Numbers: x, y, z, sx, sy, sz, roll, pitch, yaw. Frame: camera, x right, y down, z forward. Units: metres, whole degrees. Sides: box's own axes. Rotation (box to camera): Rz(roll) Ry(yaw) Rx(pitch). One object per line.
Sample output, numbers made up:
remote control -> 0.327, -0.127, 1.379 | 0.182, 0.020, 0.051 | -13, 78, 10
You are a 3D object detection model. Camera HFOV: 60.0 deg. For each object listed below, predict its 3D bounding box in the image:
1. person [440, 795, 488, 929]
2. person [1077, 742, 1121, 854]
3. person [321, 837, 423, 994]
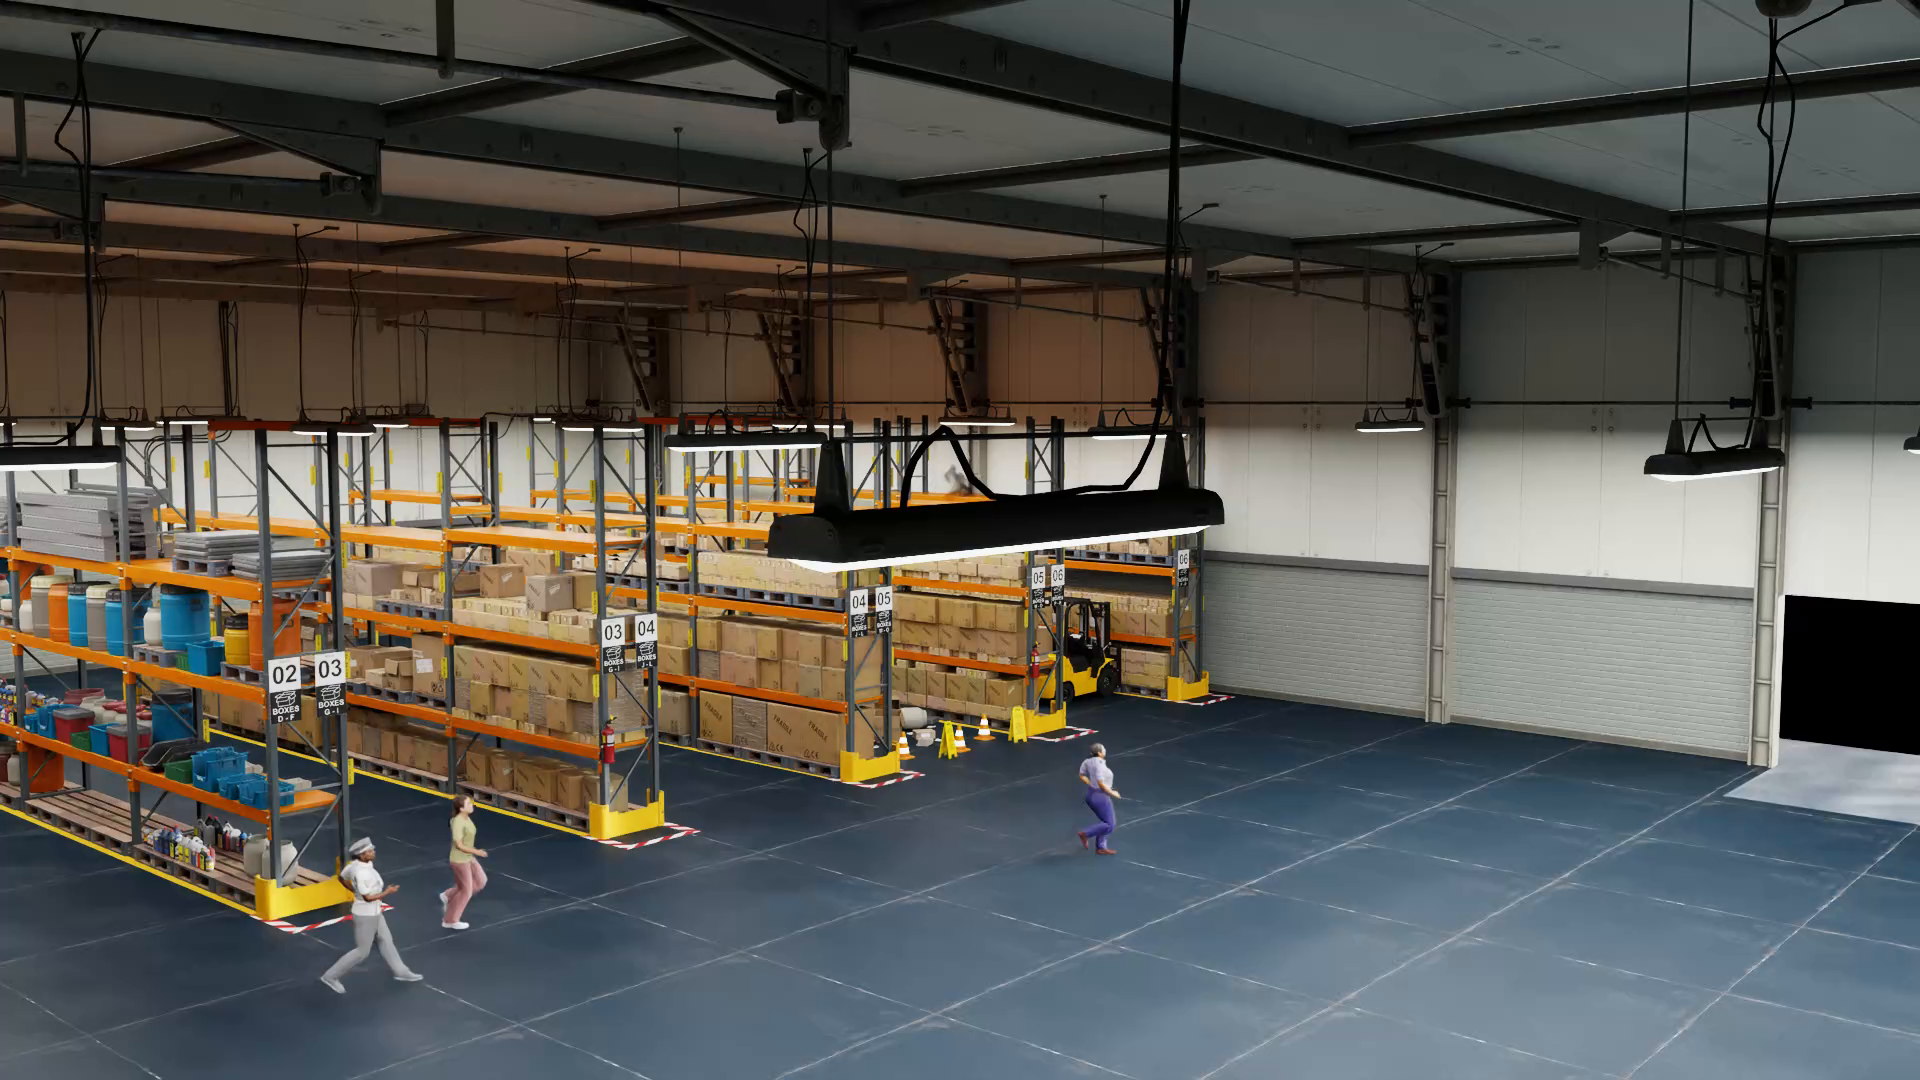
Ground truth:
person -> -5.974, 3.861, 20.033 | 0.601, 1.630, 0.603 | -1, 5, -7
person -> 1.884, 3.616, 23.168 | 0.643, 1.594, 0.617 | -2, 5, -23
person -> -6.297, 3.981, 17.784 | 1.025, 1.650, 0.589 | -2, 5, -20
